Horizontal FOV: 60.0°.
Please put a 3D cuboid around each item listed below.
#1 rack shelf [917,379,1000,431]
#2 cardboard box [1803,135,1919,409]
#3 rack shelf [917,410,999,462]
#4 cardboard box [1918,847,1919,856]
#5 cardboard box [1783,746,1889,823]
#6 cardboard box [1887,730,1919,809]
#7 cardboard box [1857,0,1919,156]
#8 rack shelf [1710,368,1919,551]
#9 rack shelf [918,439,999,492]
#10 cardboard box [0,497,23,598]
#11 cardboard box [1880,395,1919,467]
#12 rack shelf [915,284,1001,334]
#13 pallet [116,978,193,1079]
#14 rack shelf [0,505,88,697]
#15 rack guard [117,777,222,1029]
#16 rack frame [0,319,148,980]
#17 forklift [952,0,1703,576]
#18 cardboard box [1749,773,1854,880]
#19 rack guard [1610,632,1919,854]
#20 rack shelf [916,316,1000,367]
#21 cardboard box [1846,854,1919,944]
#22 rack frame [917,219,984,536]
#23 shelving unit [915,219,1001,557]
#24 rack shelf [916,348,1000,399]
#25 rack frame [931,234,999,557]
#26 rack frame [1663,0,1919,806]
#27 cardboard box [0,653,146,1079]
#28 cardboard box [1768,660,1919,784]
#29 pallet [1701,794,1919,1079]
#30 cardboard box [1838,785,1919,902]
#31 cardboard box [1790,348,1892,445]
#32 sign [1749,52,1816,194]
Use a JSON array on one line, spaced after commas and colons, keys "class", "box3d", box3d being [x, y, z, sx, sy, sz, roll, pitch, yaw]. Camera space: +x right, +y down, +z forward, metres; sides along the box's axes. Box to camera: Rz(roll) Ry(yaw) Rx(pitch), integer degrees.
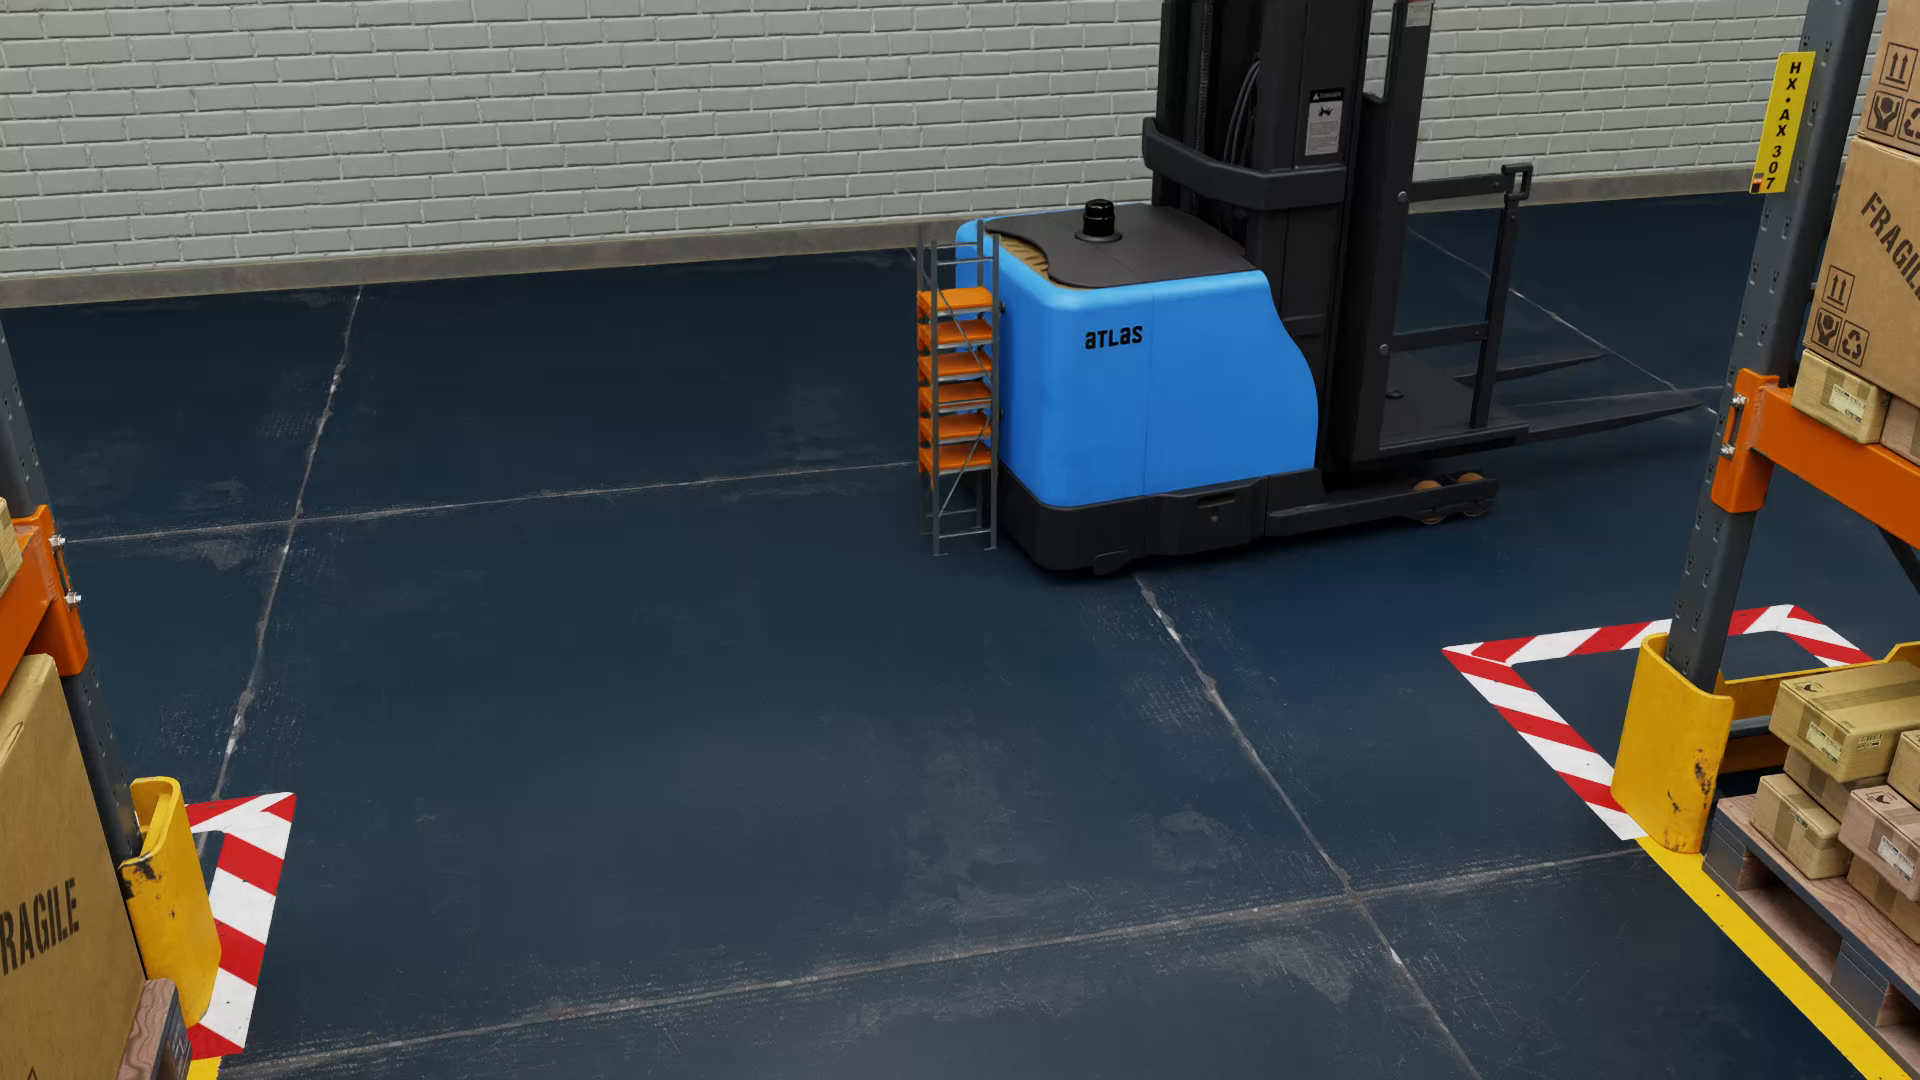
[{"class": "rack shelf", "box3d": [-0.008, -0.488, 5.982, 0.258, 0.103, 0.180, -7, 28, -14]}, {"class": "cardboard box", "box3d": [2.286, -0.594, 3.657, 0.500, 0.500, 0.500, -5, 27, -9]}, {"class": "rack shelf", "box3d": [-0.007, -0.380, 6.036, 0.258, 0.103, 0.180, -7, 28, -14]}, {"class": "cardboard box", "box3d": [2.352, 0.675, 3.622, 0.380, 0.149, 0.250, -6, 27, -12]}, {"class": "cardboard box", "box3d": [2.322, 0.567, 4.166, 0.380, 0.149, 0.250, -5, 27, -9]}, {"class": "cardboard box", "box3d": [2.420, 0.551, 3.867, 0.380, 0.149, 0.250, -5, 27, -11]}, {"class": "cardboard box", "box3d": [2.296, -1.042, 3.434, 0.500, 0.500, 0.500, -6, 27, -12]}, {"class": "rack shelf", "box3d": [2.904, 0.557, 2.615, 1.077, 0.370, 4.000, -6, 27, -12]}, {"class": "rack shelf", "box3d": [-0.007, -0.273, 6.090, 0.258, 0.103, 0.180, -7, 28, -14]}, {"class": "cardboard box", "box3d": [-2.000, 0.052, 3.096, 0.380, 0.149, 0.250, -5, 27, -11]}, {"class": "cardboard box", "box3d": [2.305, -0.247, 3.689, 0.380, 0.149, 0.250, -5, 27, -10]}, {"class": "rack shelf", "box3d": [-0.008, -0.809, 5.820, 0.258, 0.103, 0.180, -7, 28, -14]}, {"class": "pallet", "box3d": [-2.145, 1.405, 3.231, 1.003, 0.211, 1.213, -6, 27, -12]}, {"class": "rack shelf", "box3d": [-1.951, 1.017, 1.705, 1.077, 0.370, 4.000, -6, 27, -12]}, {"class": "rack guard", "box3d": [-2.407, 0.923, 3.867, 1.175, 0.500, 0.348, -6, 27, -12]}, {"class": "rack frame", "box3d": [-2.401, -0.183, 3.283, 1.000, 3.000, 0.127, -6, 27, -12]}, {"class": "forklift", "box3d": [1.541, -1.581, 6.129, 3.031, 2.935, 1.130, -9, 28, -18]}, {"class": "cardboard box", "box3d": [2.260, 0.706, 4.220, 0.380, 0.149, 0.250, -5, 27, -11]}, {"class": "rack guard", "box3d": [2.471, 0.507, 4.690, 1.175, 0.500, 0.348, -6, 27, -12]}, {"class": "rack shelf", "box3d": [-0.008, -0.702, 5.874, 0.258, 0.103, 0.180, -7, 28, -14]}, {"class": "cardboard box", "box3d": [2.399, 0.812, 4.009, 0.380, 0.149, 0.250, -6, 27, -12]}, {"class": "rack frame", "box3d": [-0.033, -0.567, 6.040, 0.240, 1.200, 0.006, -7, 28, -14]}, {"class": "shelving unit", "box3d": [-0.008, -0.527, 5.962, 0.258, 1.200, 0.189, -7, 28, -14]}, {"class": "rack shelf", "box3d": [-0.008, -0.595, 5.928, 0.258, 0.103, 0.180, -7, 28, -14]}, {"class": "rack frame", "box3d": [0.018, -0.488, 5.884, 0.240, 1.200, 0.006, -7, 28, -14]}, {"class": "rack frame", "box3d": [2.454, -0.642, 4.193, 1.000, 3.000, 0.127, -6, 27, -12]}, {"class": "cardboard box", "box3d": [-2.179, 0.851, 3.126, 0.875, 0.875, 0.875, -6, 27, -12]}, {"class": "cardboard box", "box3d": [2.241, 0.442, 4.082, 0.380, 0.149, 0.250, -7, 28, -14]}, {"class": "pallet", "box3d": [2.619, 0.997, 4.041, 1.003, 0.211, 1.213, -6, 27, -12]}, {"class": "cardboard box", "box3d": [2.328, 0.693, 3.917, 0.380, 0.149, 0.250, -6, 27, -12]}, {"class": "cardboard box", "box3d": [2.207, -0.354, 3.902, 0.380, 0.149, 0.250, -6, 27, -12]}, {"class": "sign", "box3d": [1.925, -0.973, 3.888, 0.100, 0.325, 0.005, -6, 27, -12]}]
